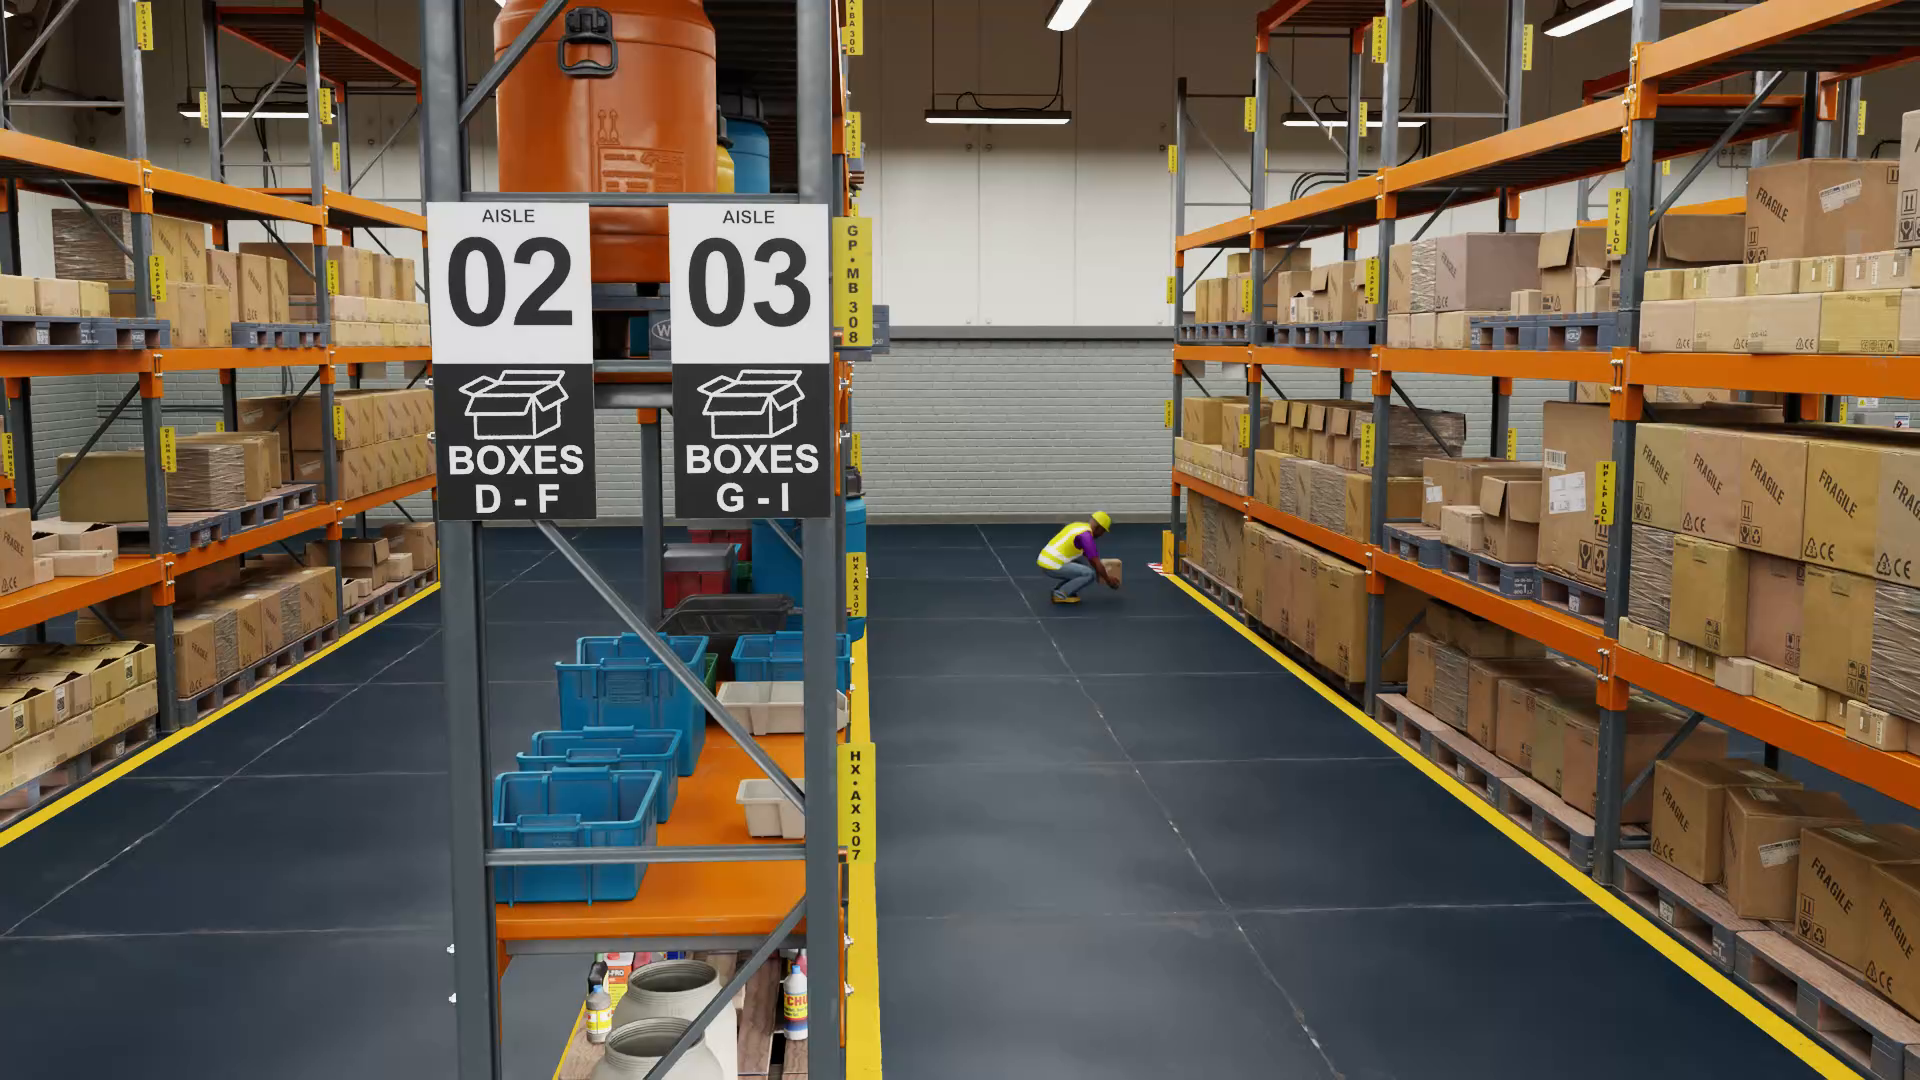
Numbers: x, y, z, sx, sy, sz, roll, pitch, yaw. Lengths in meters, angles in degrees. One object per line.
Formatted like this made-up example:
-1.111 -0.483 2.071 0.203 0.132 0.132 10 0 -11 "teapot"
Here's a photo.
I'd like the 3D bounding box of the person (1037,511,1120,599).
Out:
1.306 0.162 18.395 0.893 0.955 0.562 0 7 -4 "person"
